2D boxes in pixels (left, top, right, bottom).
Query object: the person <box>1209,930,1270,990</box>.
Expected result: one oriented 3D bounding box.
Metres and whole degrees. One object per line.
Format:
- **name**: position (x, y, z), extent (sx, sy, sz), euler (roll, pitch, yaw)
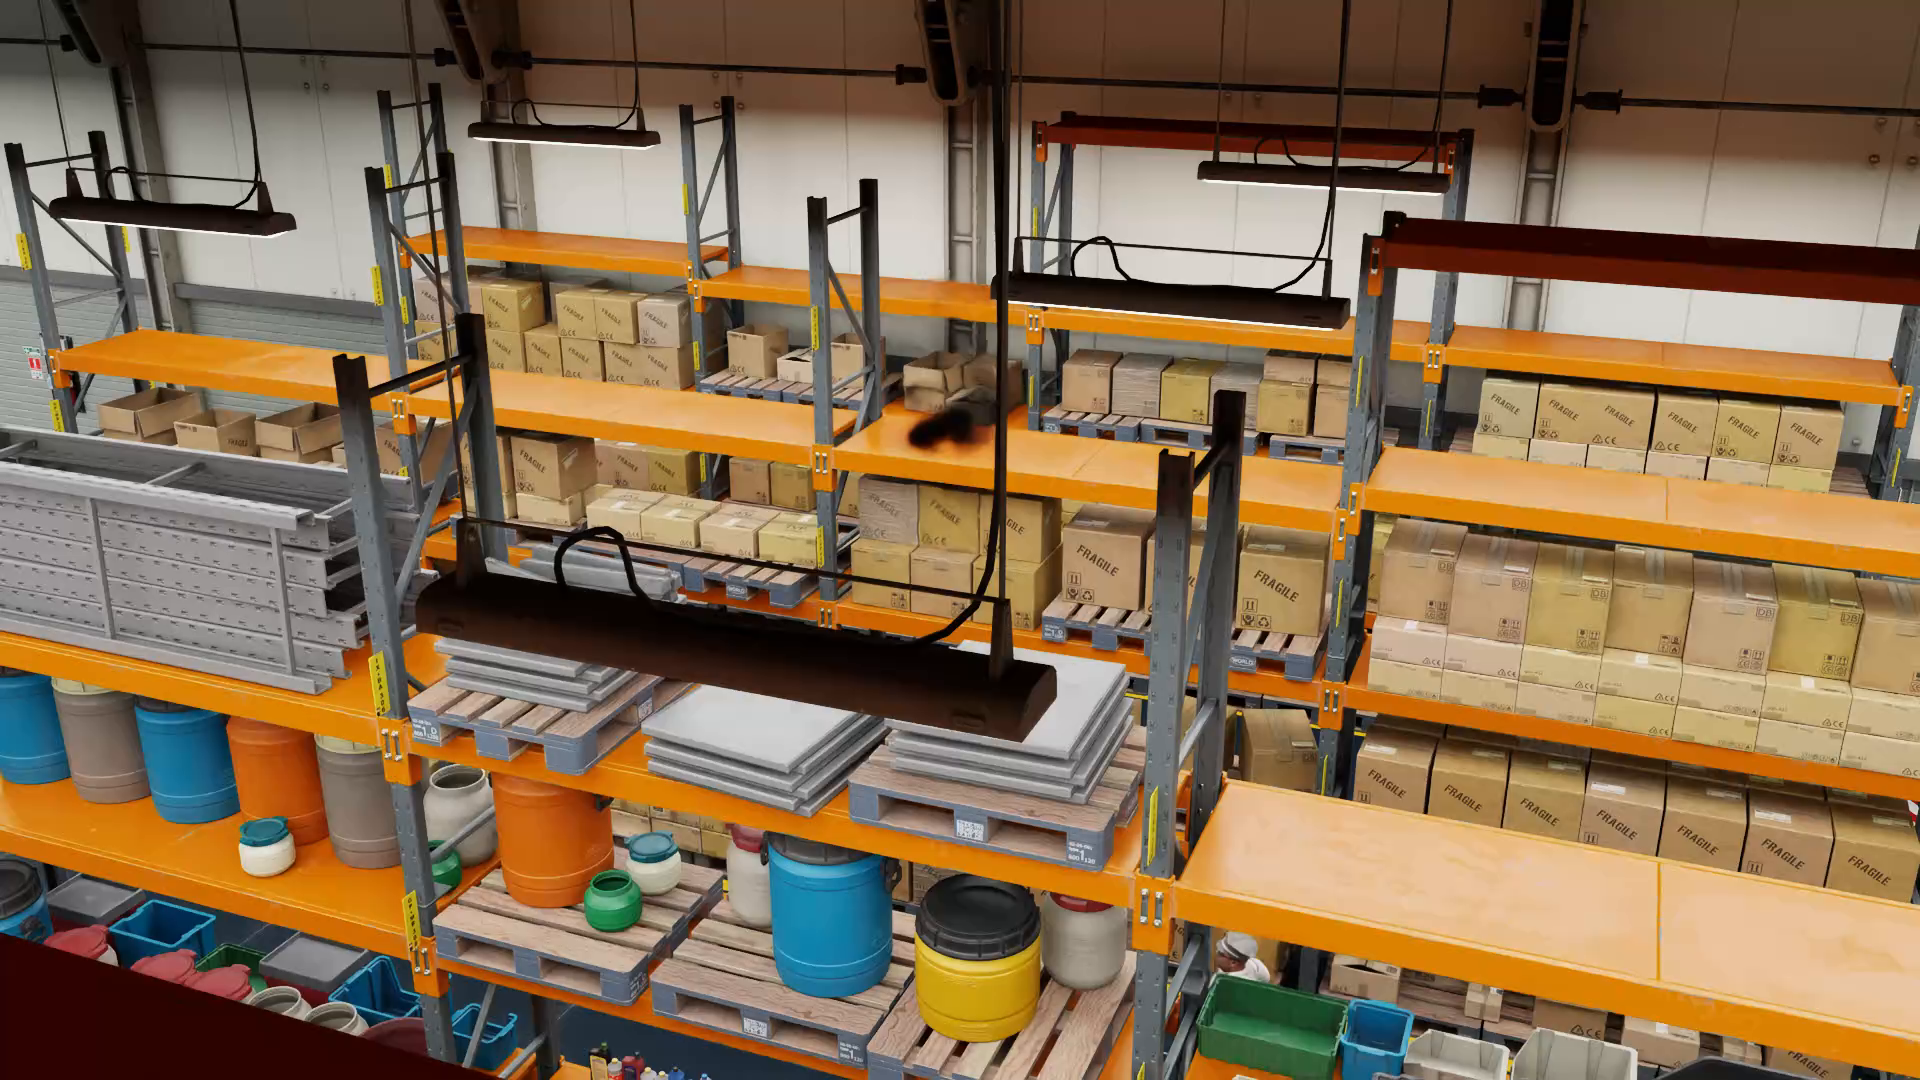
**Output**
- **person**: position (1.814, 3.373, 11.094), extent (0.902, 1.785, 0.663), euler (5, 22, 14)
